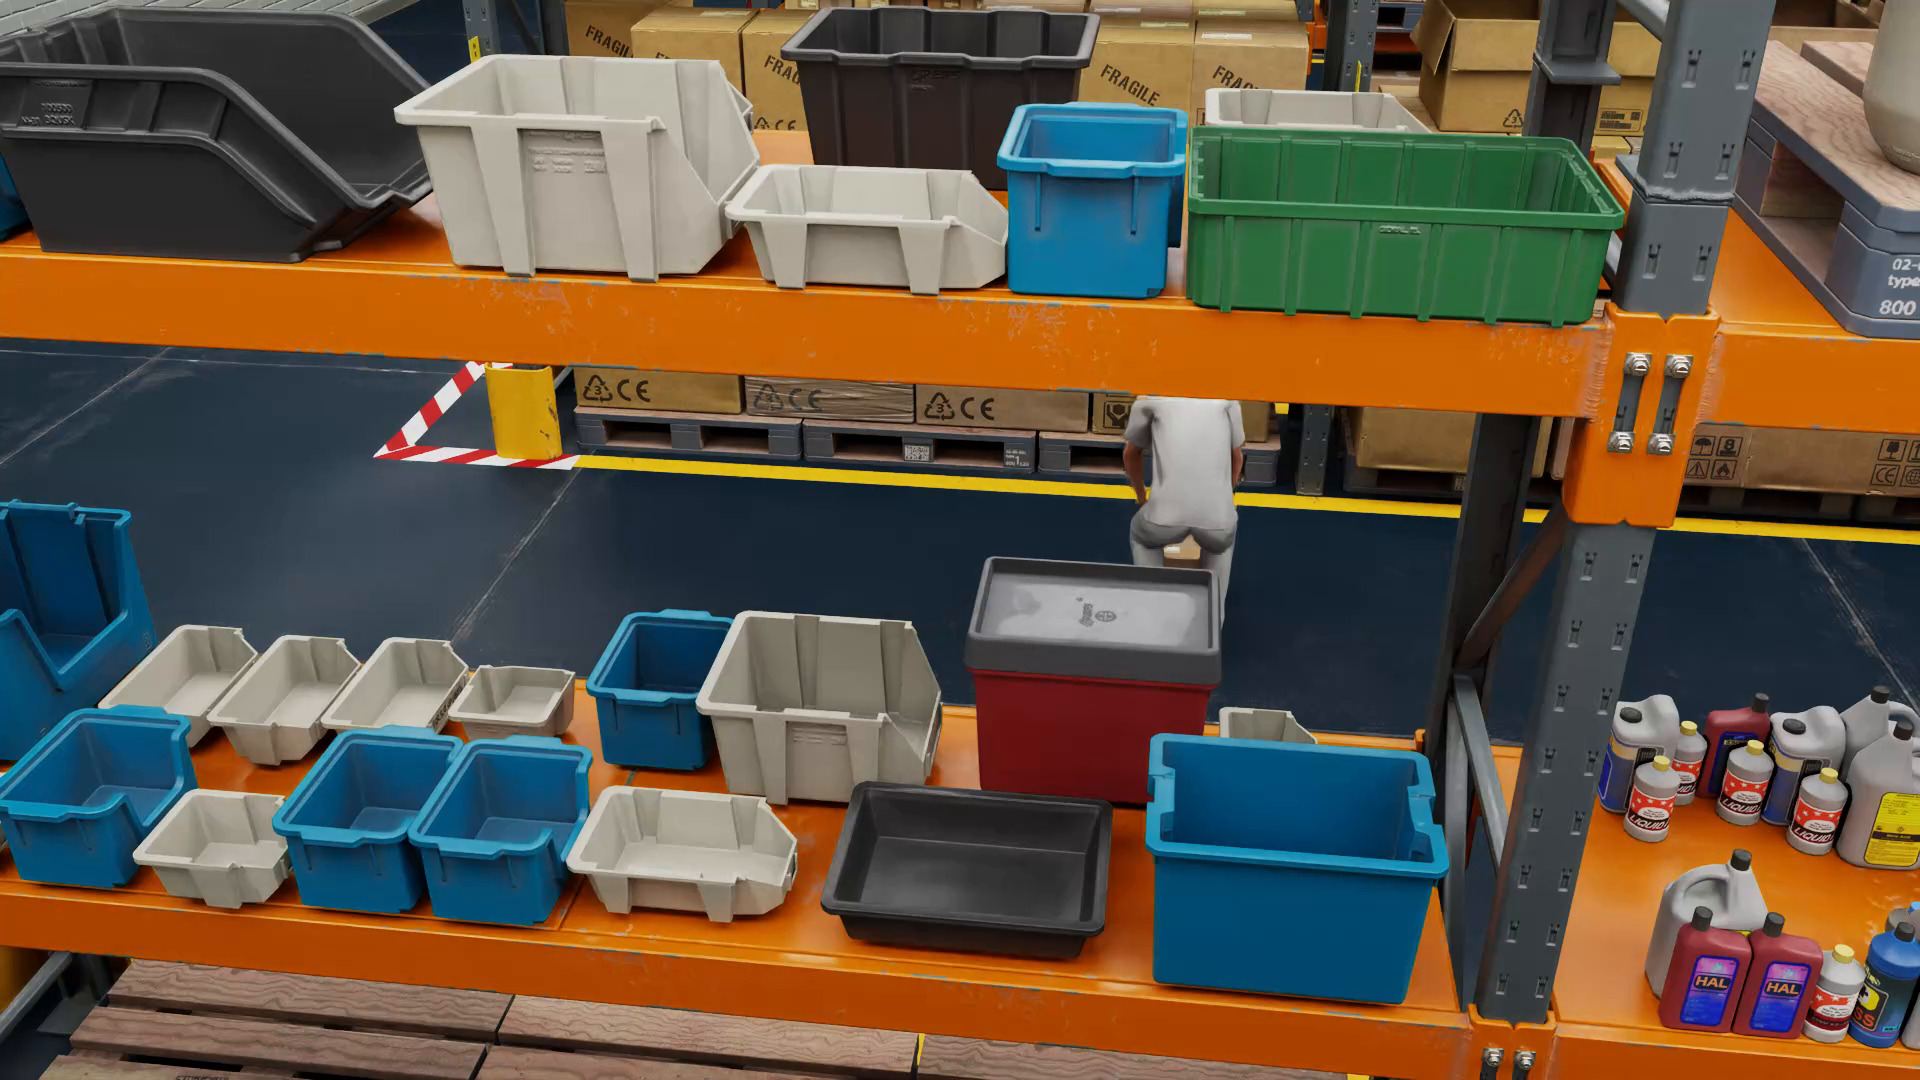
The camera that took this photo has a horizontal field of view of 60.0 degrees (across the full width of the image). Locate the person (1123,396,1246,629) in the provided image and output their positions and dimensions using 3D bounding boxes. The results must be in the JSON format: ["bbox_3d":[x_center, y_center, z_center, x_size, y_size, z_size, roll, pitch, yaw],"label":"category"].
[{"bbox_3d":[0.900,-0.164,6.792,0.491,1.333,0.667,3,29,6],"label":"person"}]
